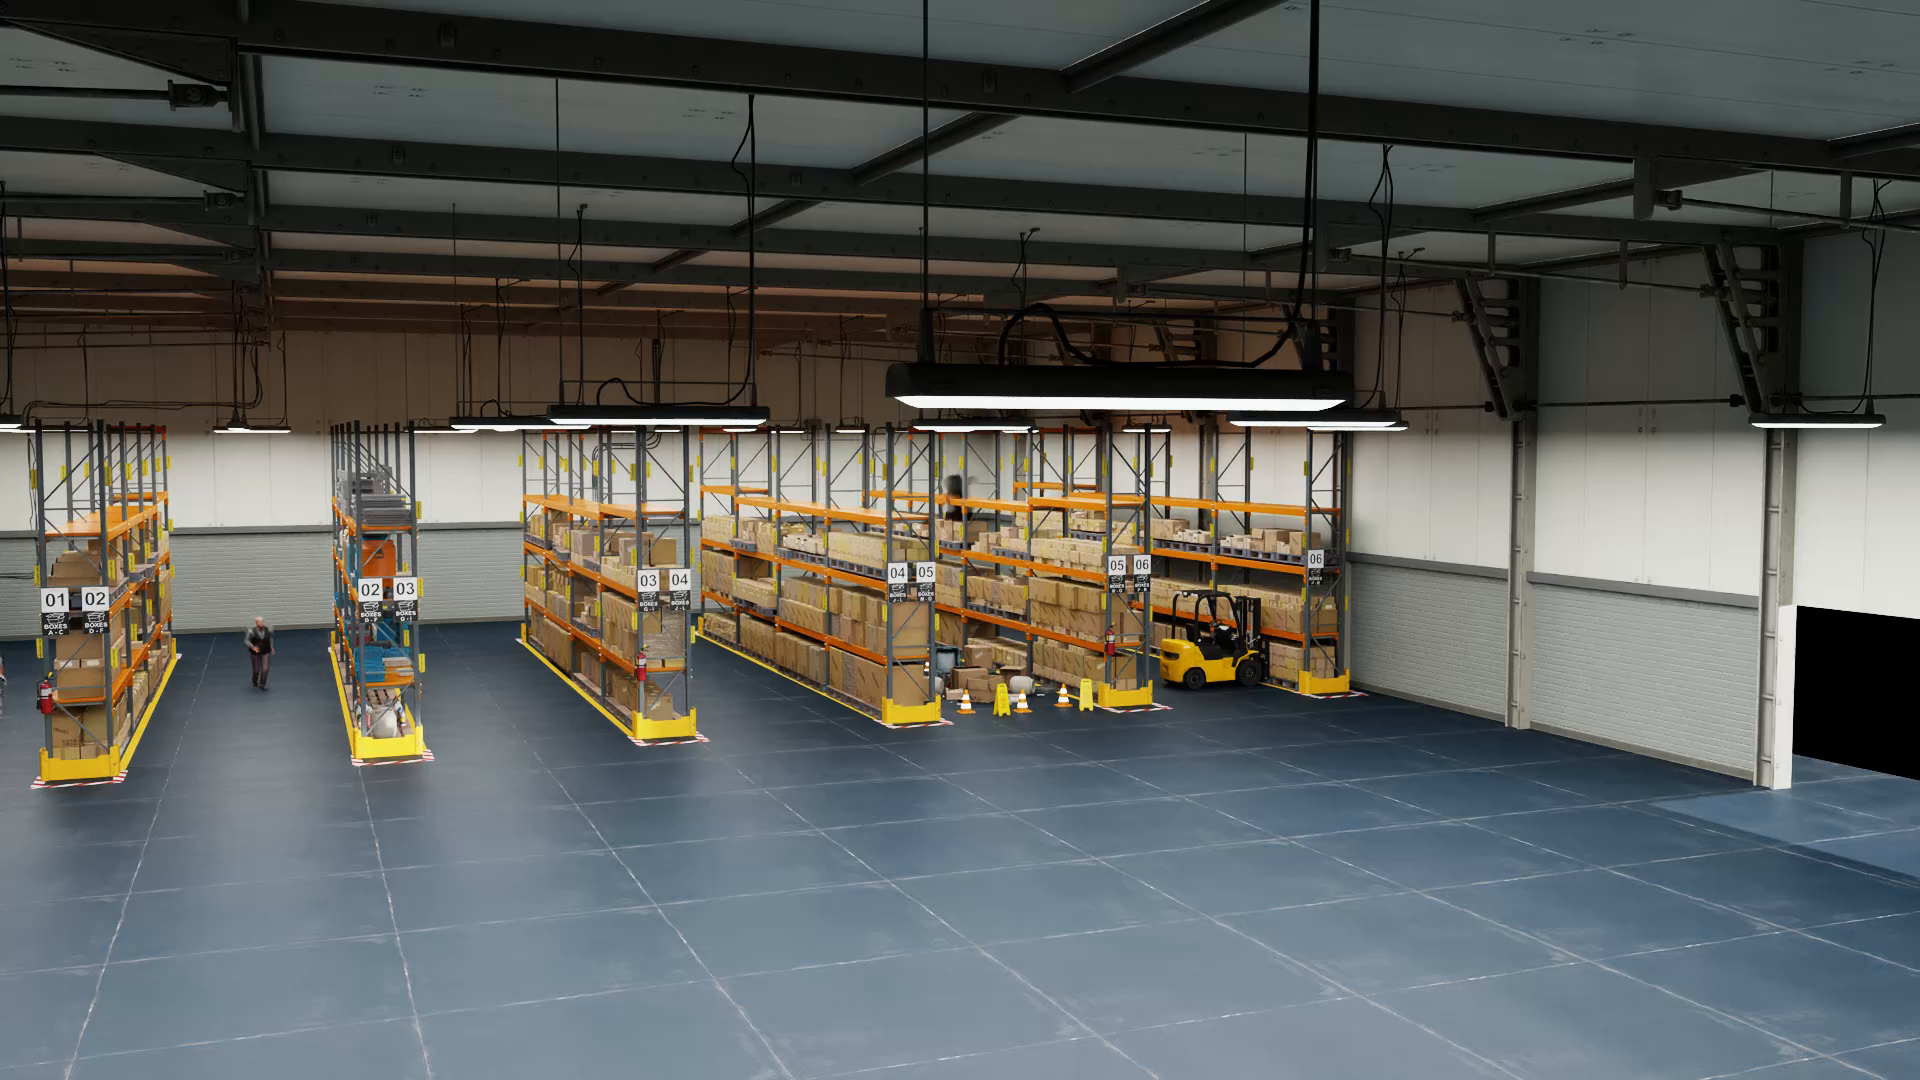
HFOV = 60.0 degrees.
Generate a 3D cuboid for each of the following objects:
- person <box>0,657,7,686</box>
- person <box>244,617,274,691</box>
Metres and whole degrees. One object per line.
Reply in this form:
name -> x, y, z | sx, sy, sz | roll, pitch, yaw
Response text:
person -> -18.931, 2.832, 32.331 | 0.669, 1.746, 0.895 | -3, 5, -38
person -> -15.777, 2.559, 37.456 | 0.654, 1.673, 0.757 | -2, 4, -32
